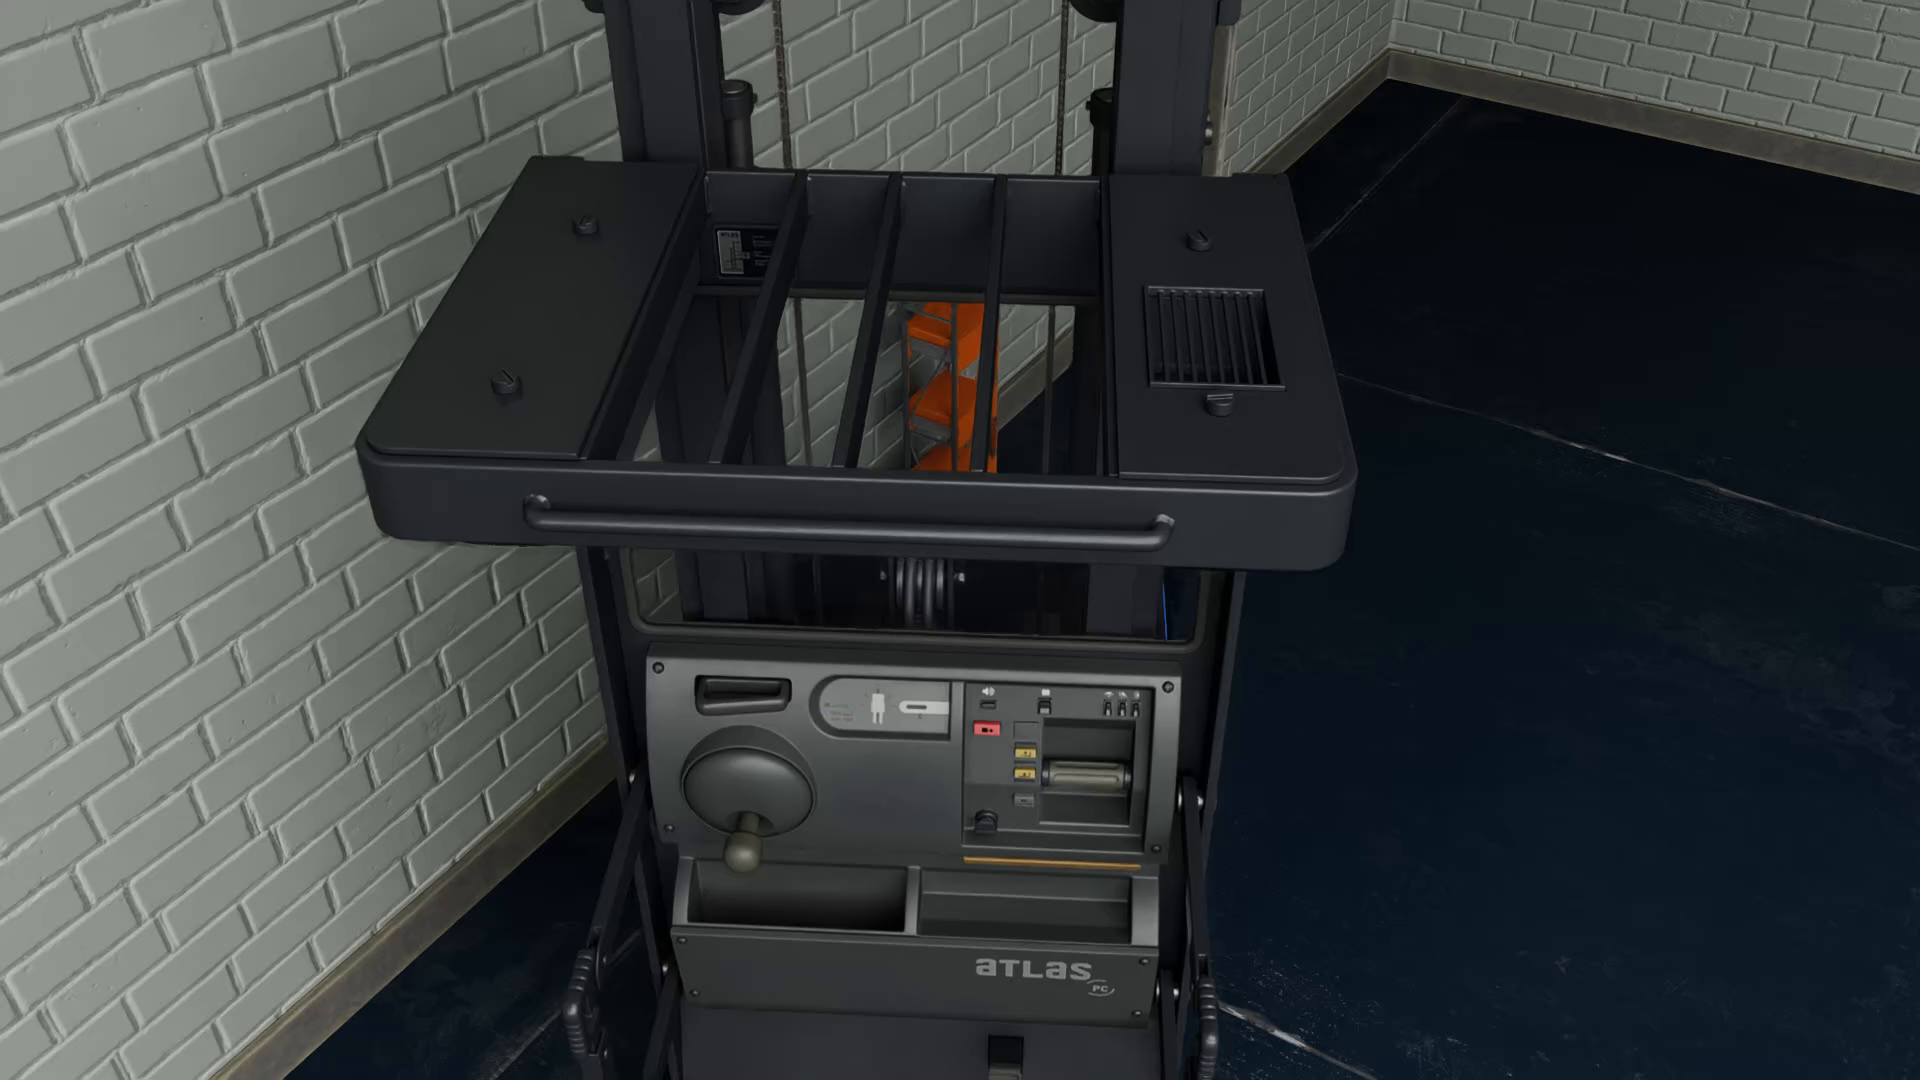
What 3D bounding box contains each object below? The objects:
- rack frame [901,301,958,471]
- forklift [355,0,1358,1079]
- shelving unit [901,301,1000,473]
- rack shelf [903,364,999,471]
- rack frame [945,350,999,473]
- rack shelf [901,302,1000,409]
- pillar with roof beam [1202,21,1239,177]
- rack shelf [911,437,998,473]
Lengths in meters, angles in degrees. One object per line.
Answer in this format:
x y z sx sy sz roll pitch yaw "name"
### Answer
-0.094 -0.325 5.312 0.200 1.050 0.008 21 42 25 "rack frame"
-0.095 0.465 2.747 1.130 2.935 3.031 2 38 3 "forklift"
-0.029 -0.388 5.394 0.215 1.050 0.252 21 42 25 "shelving unit"
-0.029 -0.380 5.400 0.215 0.259 0.240 21 42 25 "rack shelf"
0.037 -0.451 5.475 0.200 1.050 0.008 21 42 25 "rack frame"
-0.029 -0.605 5.227 0.215 0.259 0.240 21 42 25 "rack shelf"
4.451 -3.083 2.378 9.100 9.000 0.400 21 42 25 "pillar with roof beam"
-0.029 -0.160 5.570 0.215 0.259 0.240 21 42 25 "rack shelf"
